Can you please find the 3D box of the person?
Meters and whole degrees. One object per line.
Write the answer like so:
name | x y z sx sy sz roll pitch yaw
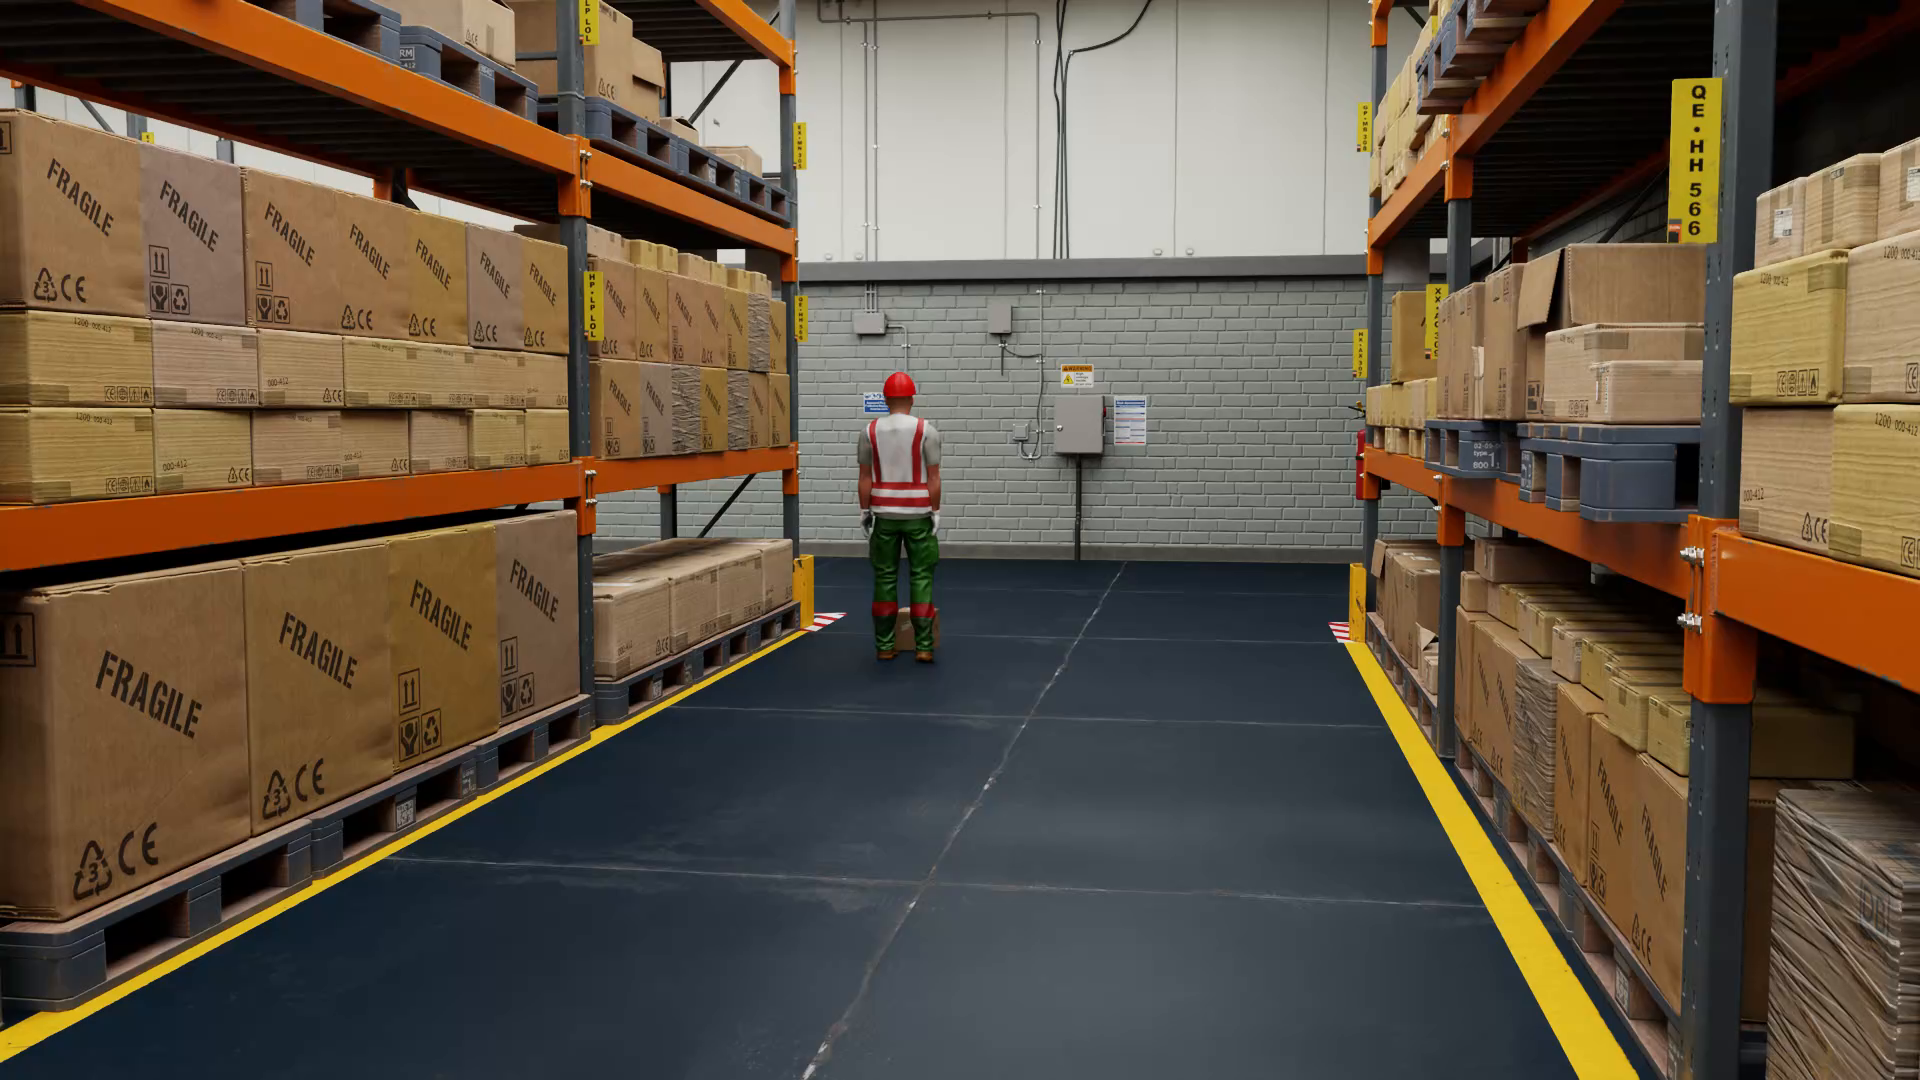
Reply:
person | -0.366 -0.125 10.353 0.527 1.836 0.374 1 4 10
